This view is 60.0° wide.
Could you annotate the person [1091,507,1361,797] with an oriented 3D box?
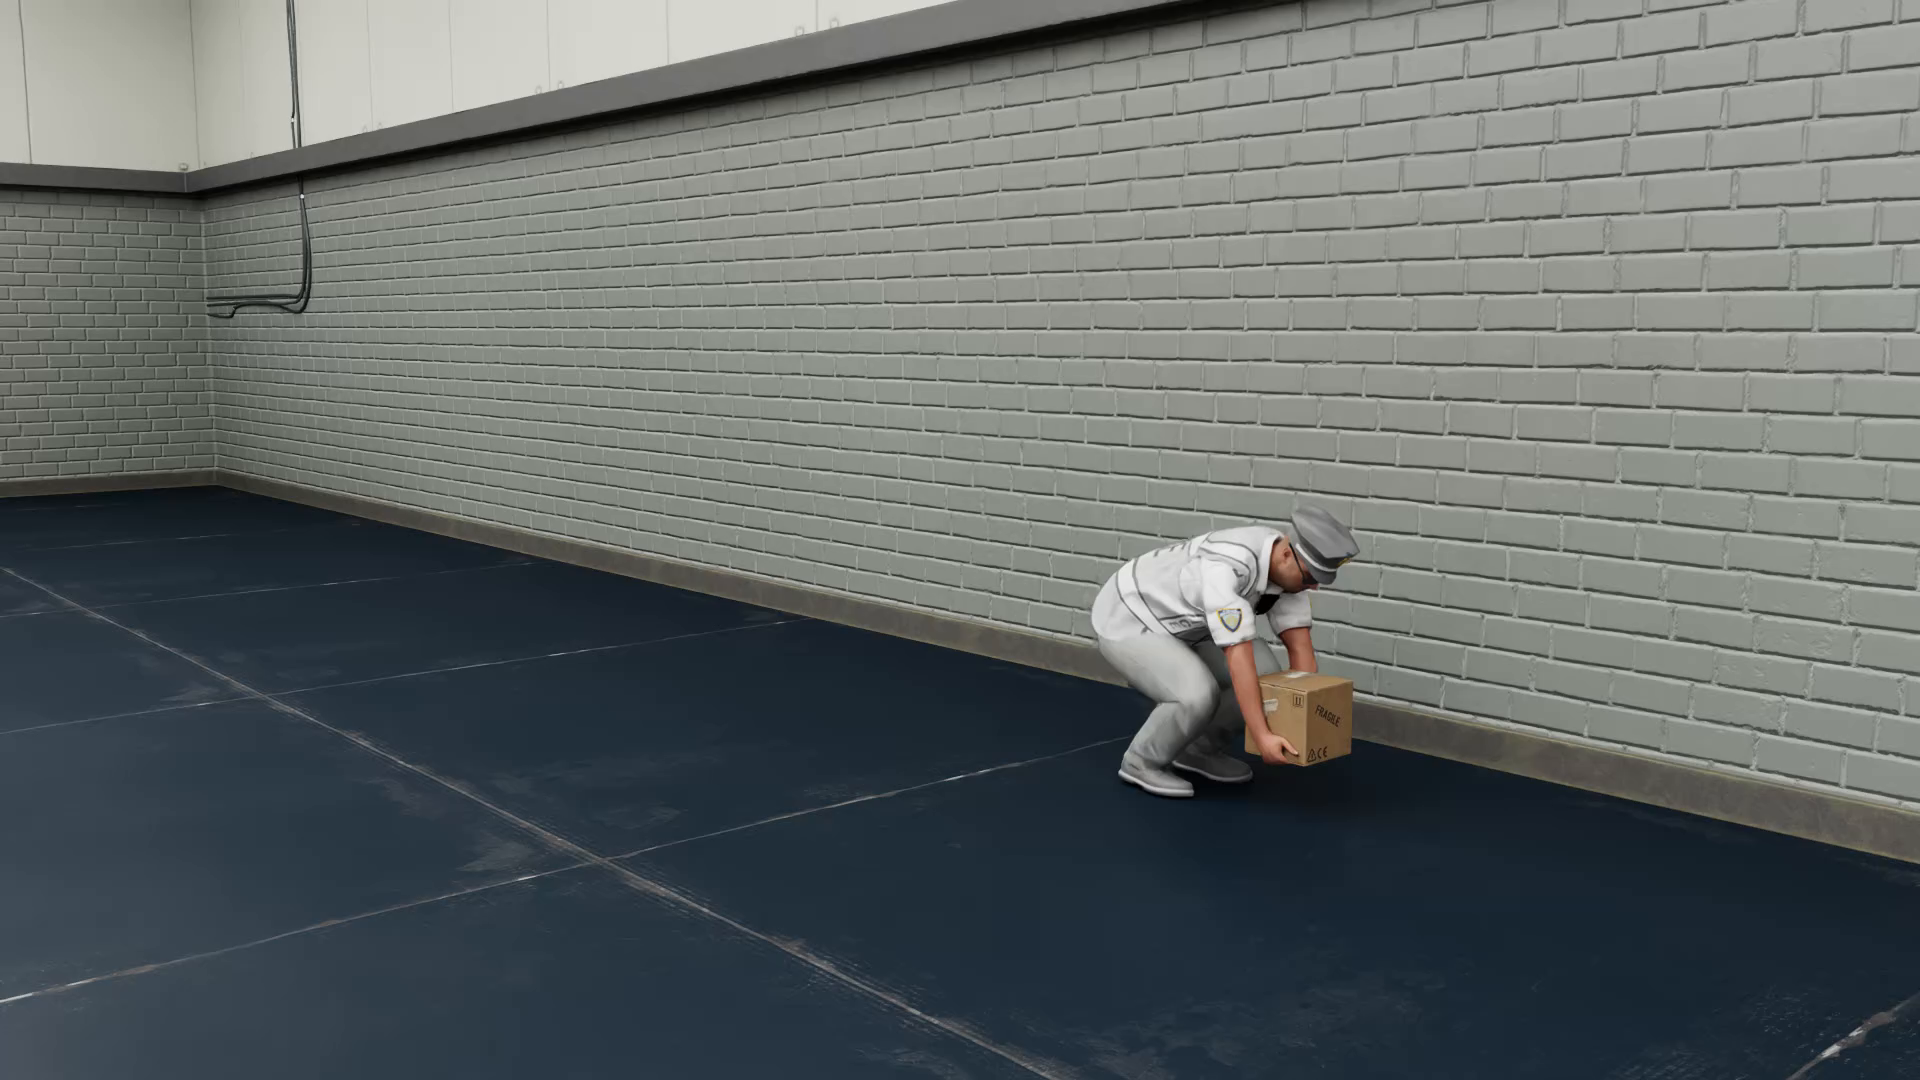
[{"bbox_3d":[0.904,0.374,5.742,0.532,1.024,0.970,-7,10,-42],"label":"person"}]
